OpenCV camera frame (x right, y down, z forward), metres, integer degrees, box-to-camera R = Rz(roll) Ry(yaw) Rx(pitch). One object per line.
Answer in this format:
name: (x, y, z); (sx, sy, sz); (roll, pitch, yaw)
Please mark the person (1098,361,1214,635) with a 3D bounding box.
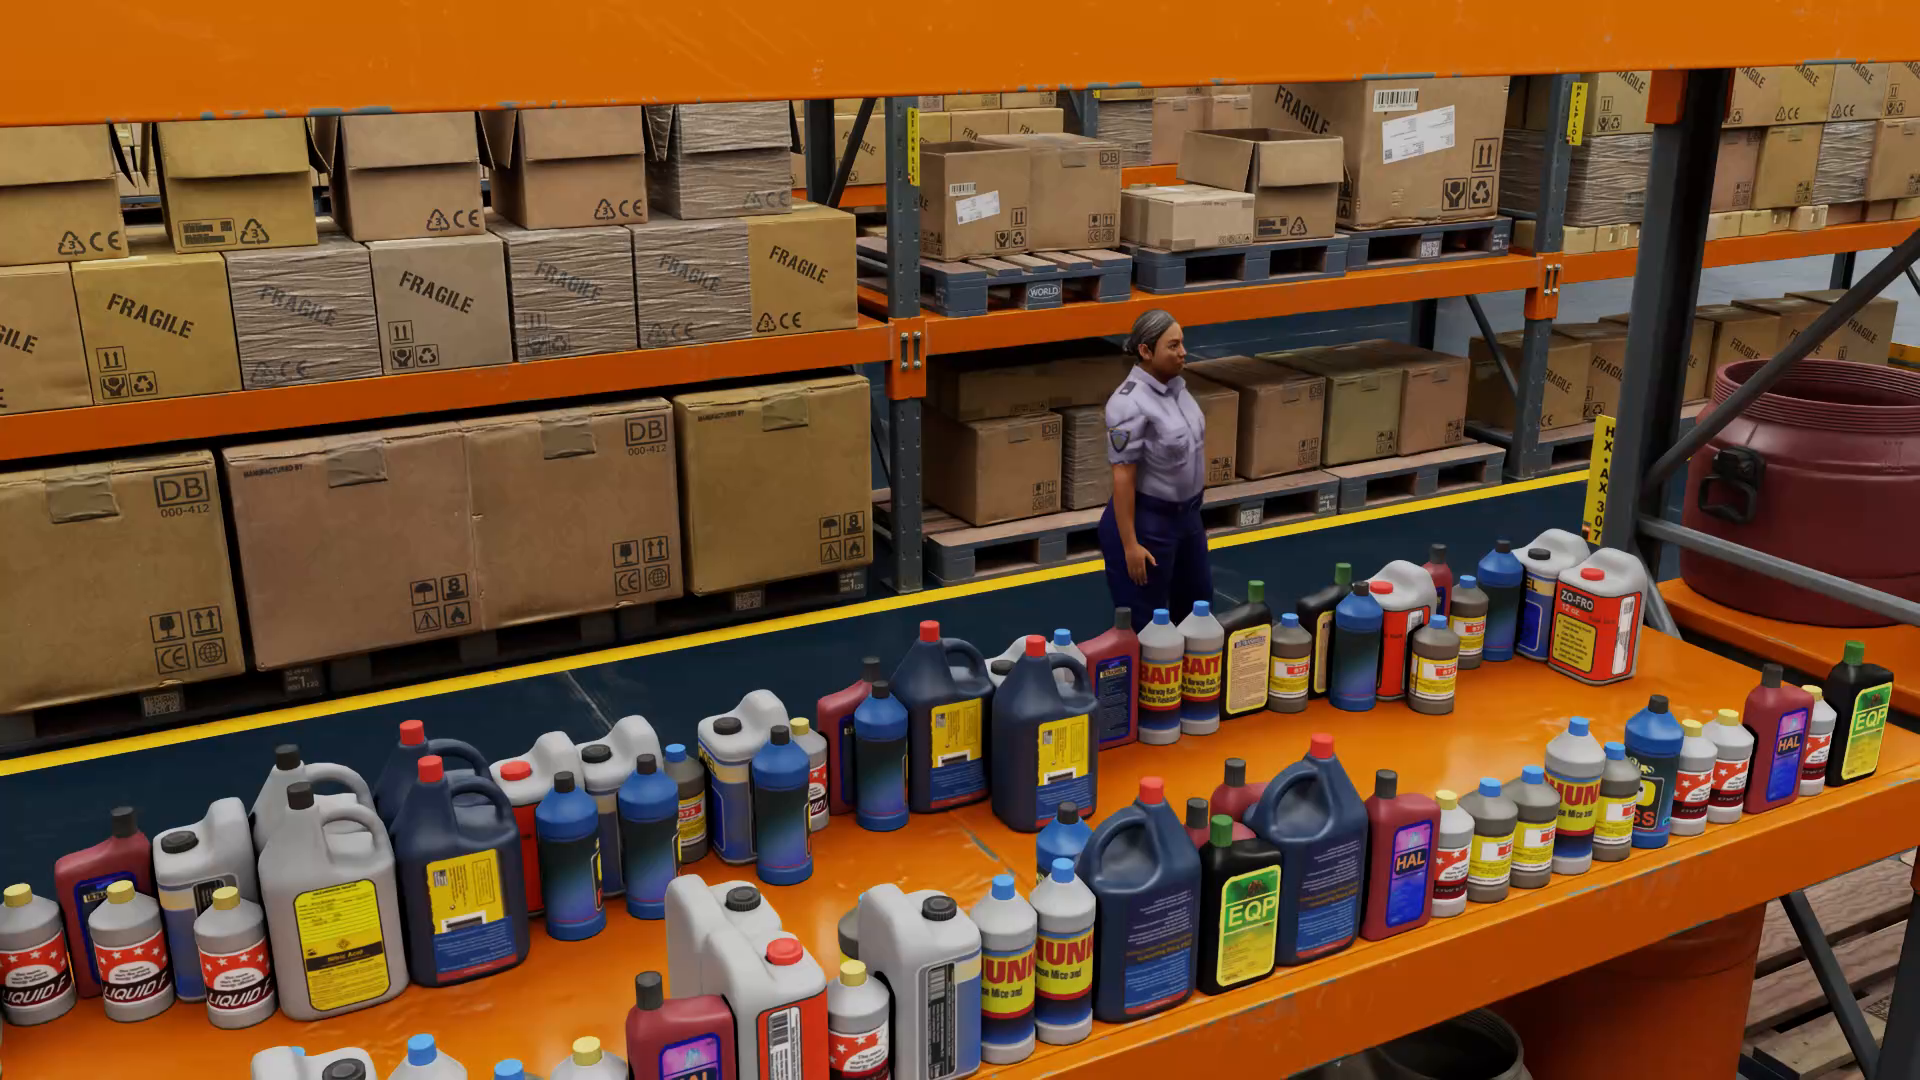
person: (0.795, 0.059, 6.176); (0.477, 1.455, 0.553); (12, 22, 32)
